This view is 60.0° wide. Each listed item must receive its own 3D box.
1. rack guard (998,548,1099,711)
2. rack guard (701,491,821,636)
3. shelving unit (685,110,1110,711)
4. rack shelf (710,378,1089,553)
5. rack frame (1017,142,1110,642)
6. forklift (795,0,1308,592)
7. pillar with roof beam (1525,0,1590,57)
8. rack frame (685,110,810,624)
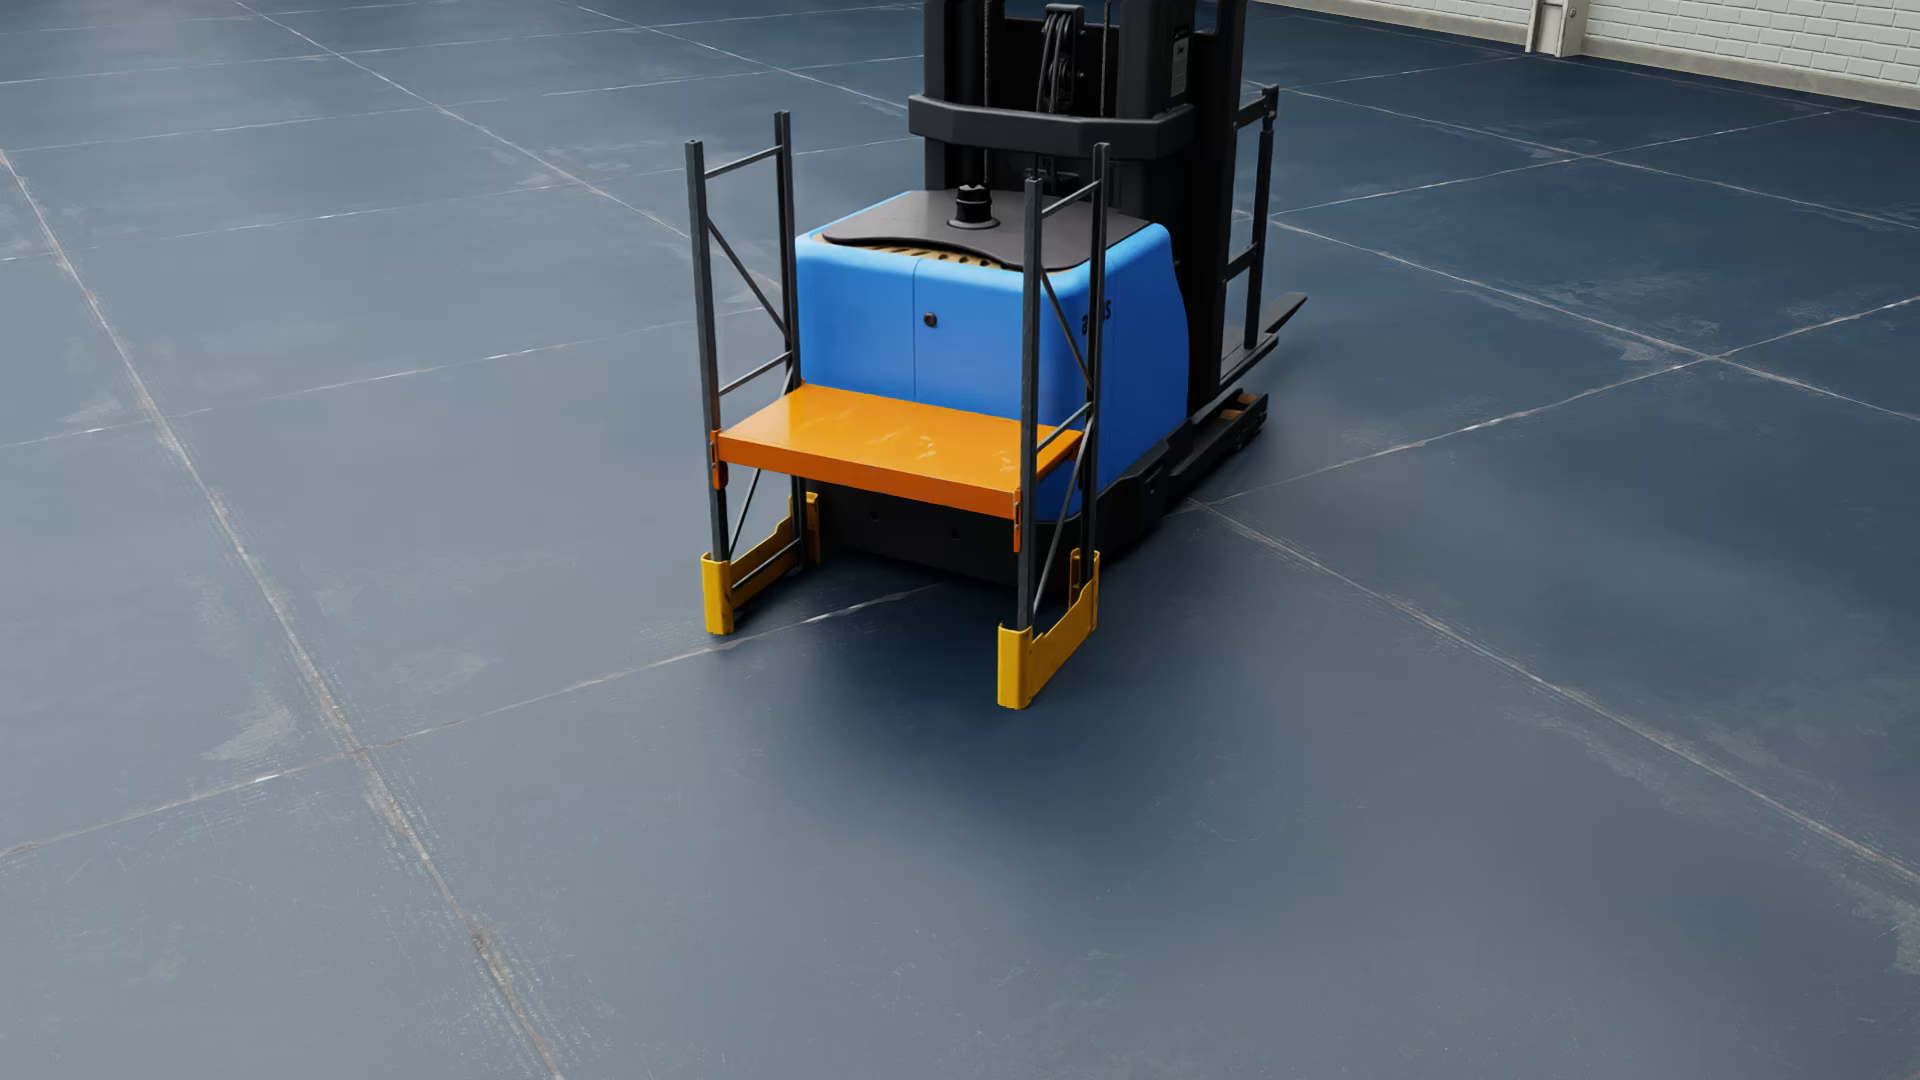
[{"bbox_3d":[0.267,0.254,4.919,0.087,0.250,0.587,12,28,24],"label":"rack guard"},{"bbox_3d":[-0.627,0.066,5.317,0.087,0.250,0.587,12,28,24],"label":"rack guard"},{"bbox_3d":[-0.180,-0.405,4.851,1.083,1.500,0.587,12,28,24],"label":"shelving unit"},{"bbox_3d":[-0.172,-0.240,4.924,1.000,0.185,0.538,12,28,24],"label":"rack shelf"},{"bbox_3d":[0.284,-0.307,4.644,0.032,1.500,0.500,12,28,24],"label":"rack frame"},{"bbox_3d":[0.575,-1.753,6.031,1.130,2.935,3.031,13,28,25],"label":"forklift"},{"bbox_3d":[1.803,-7.509,11.114,9.100,9.000,0.400,-16,29,-30],"label":"pillar with roof beam"},{"bbox_3d":[-0.628,-0.499,5.050,0.032,1.500,0.500,12,28,24],"label":"rack frame"}]
